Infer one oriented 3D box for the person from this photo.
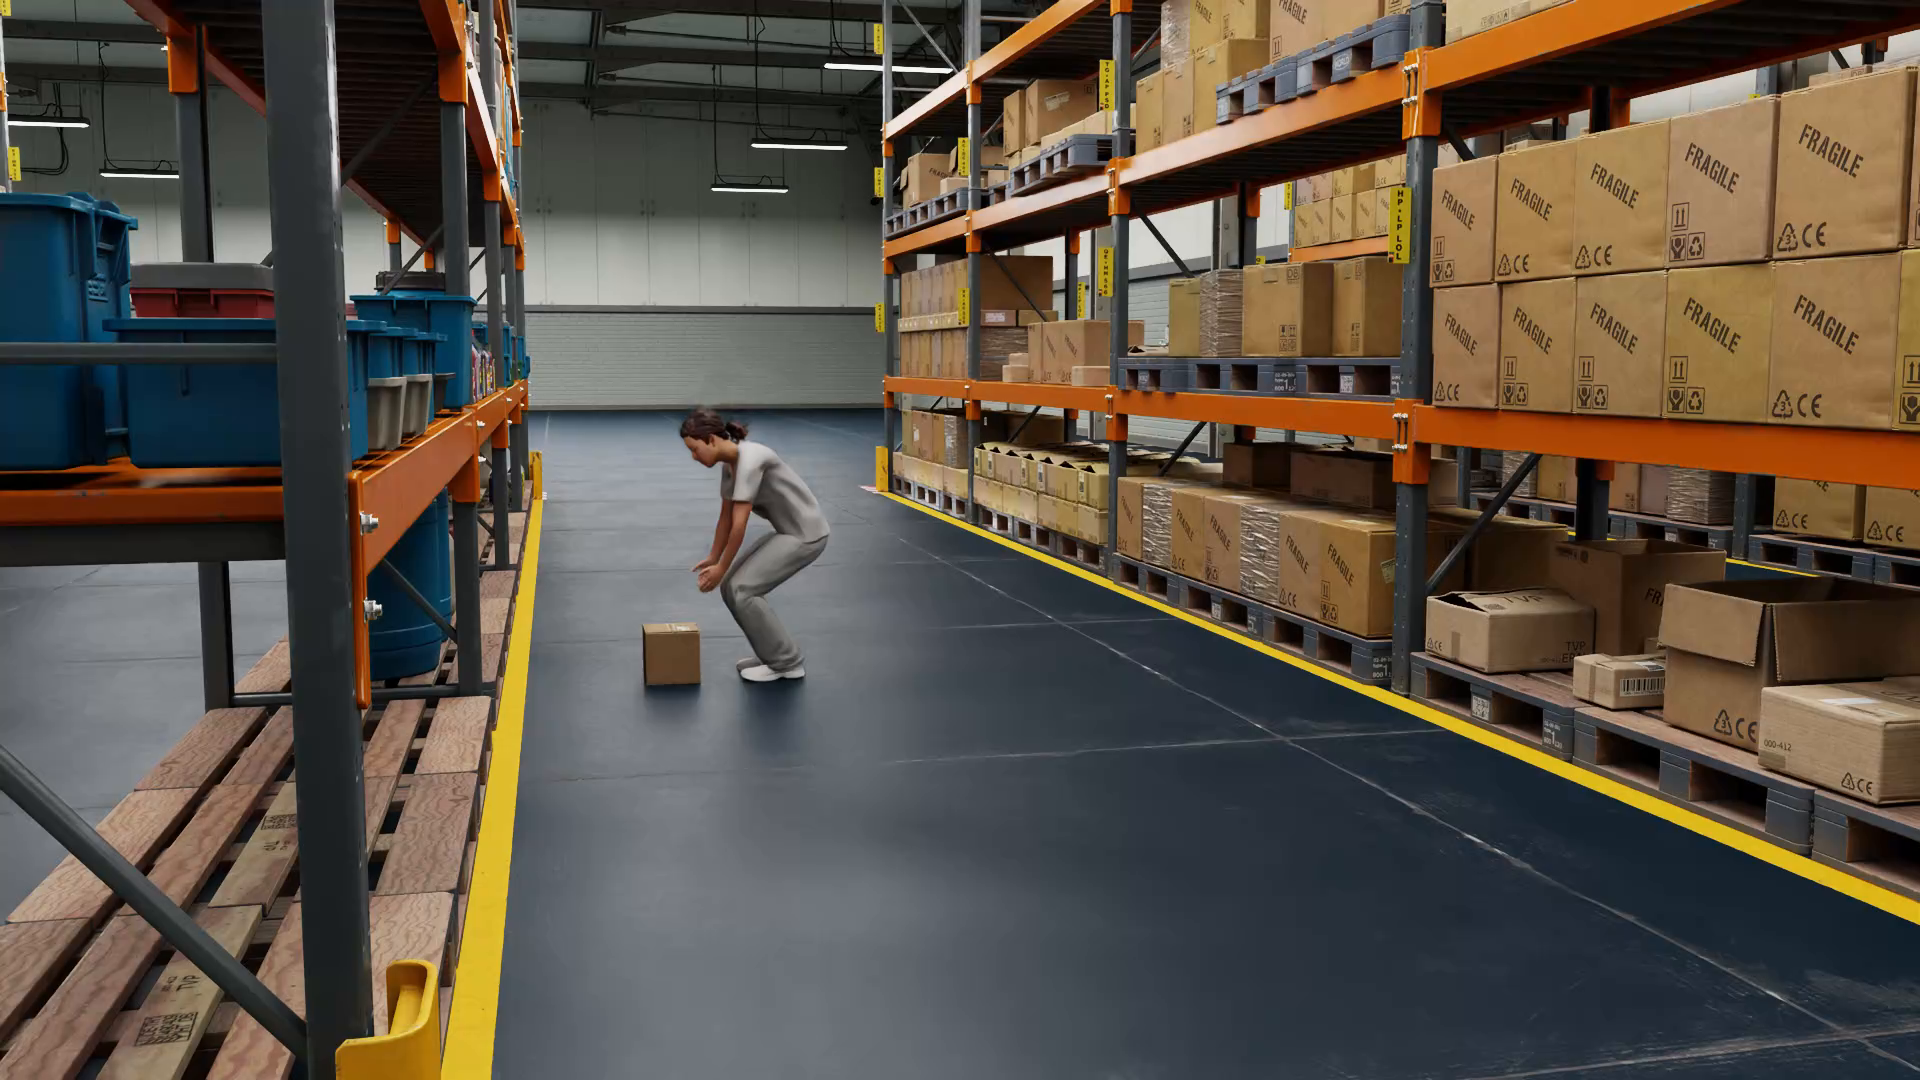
[{"bbox_3d":[-0.958,0.021,7.832,0.697,1.275,0.495,-2,6,-14],"label":"person"}]
